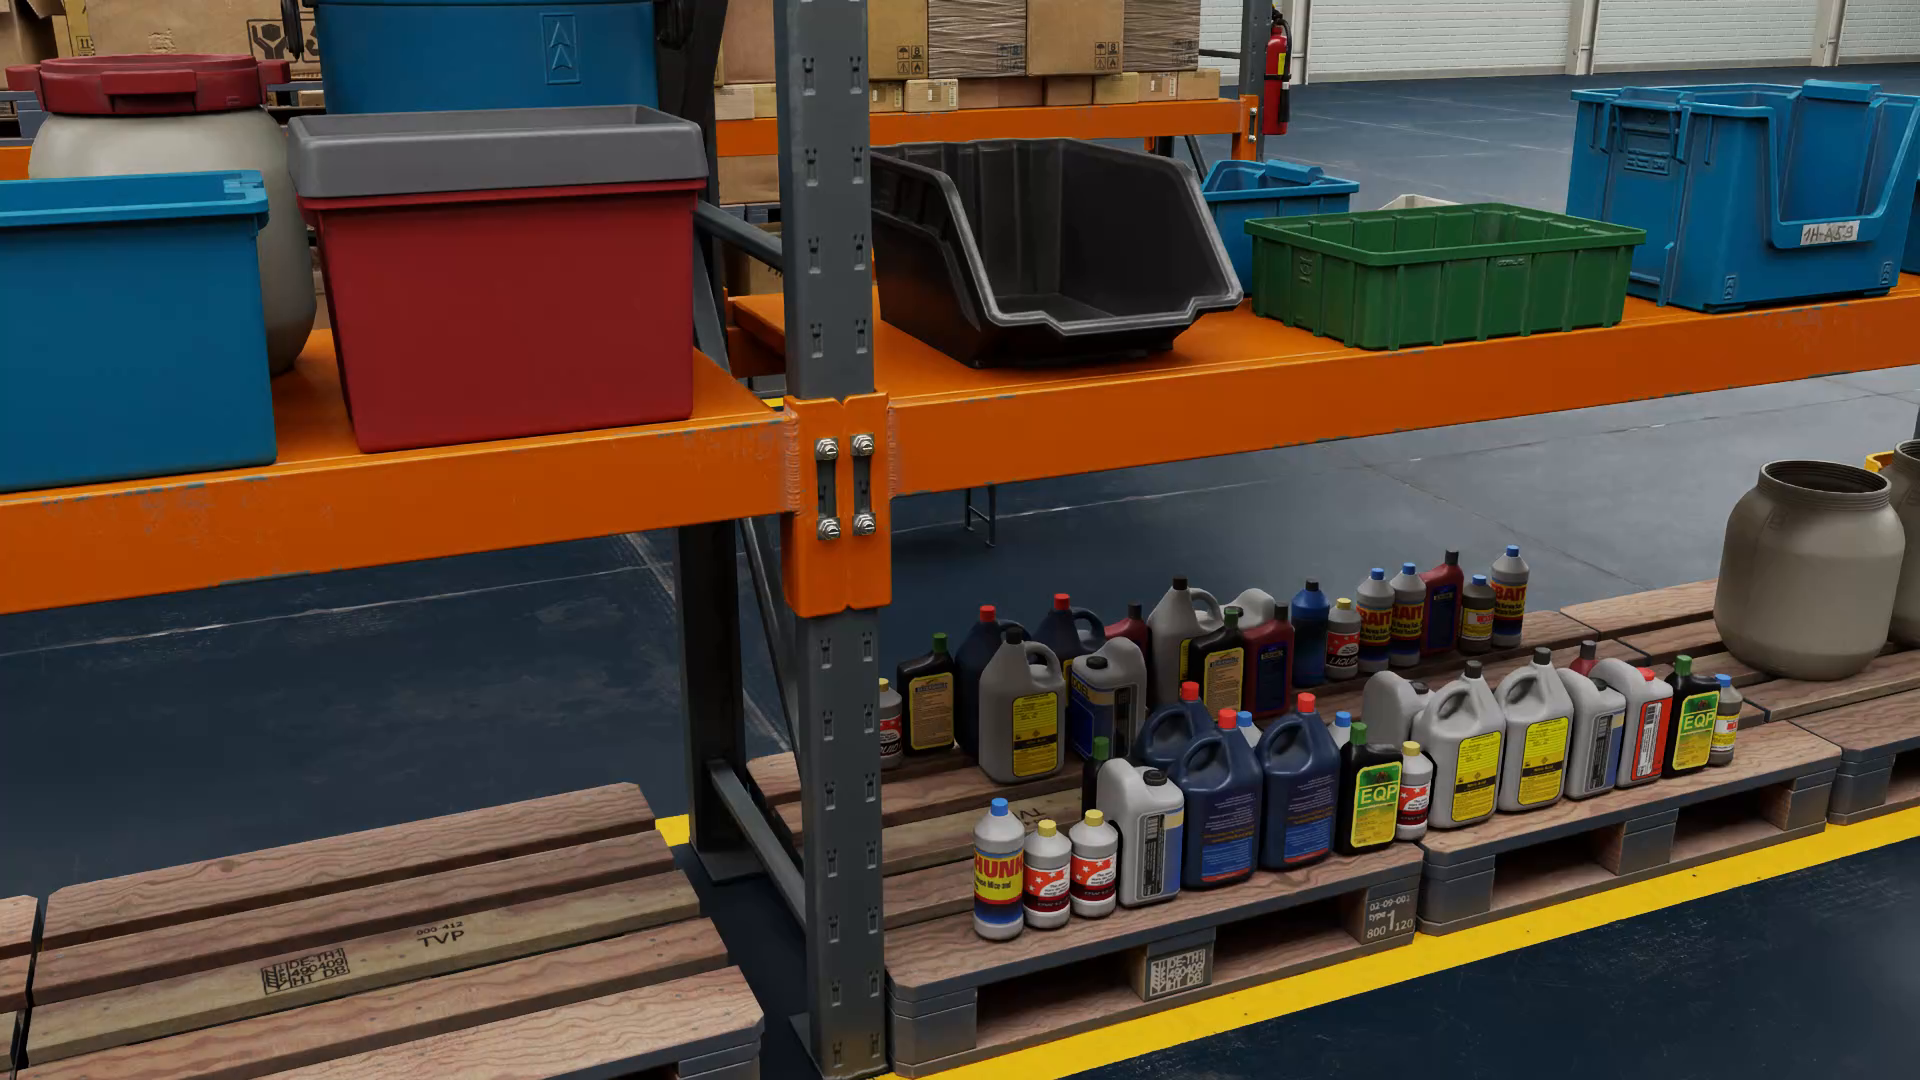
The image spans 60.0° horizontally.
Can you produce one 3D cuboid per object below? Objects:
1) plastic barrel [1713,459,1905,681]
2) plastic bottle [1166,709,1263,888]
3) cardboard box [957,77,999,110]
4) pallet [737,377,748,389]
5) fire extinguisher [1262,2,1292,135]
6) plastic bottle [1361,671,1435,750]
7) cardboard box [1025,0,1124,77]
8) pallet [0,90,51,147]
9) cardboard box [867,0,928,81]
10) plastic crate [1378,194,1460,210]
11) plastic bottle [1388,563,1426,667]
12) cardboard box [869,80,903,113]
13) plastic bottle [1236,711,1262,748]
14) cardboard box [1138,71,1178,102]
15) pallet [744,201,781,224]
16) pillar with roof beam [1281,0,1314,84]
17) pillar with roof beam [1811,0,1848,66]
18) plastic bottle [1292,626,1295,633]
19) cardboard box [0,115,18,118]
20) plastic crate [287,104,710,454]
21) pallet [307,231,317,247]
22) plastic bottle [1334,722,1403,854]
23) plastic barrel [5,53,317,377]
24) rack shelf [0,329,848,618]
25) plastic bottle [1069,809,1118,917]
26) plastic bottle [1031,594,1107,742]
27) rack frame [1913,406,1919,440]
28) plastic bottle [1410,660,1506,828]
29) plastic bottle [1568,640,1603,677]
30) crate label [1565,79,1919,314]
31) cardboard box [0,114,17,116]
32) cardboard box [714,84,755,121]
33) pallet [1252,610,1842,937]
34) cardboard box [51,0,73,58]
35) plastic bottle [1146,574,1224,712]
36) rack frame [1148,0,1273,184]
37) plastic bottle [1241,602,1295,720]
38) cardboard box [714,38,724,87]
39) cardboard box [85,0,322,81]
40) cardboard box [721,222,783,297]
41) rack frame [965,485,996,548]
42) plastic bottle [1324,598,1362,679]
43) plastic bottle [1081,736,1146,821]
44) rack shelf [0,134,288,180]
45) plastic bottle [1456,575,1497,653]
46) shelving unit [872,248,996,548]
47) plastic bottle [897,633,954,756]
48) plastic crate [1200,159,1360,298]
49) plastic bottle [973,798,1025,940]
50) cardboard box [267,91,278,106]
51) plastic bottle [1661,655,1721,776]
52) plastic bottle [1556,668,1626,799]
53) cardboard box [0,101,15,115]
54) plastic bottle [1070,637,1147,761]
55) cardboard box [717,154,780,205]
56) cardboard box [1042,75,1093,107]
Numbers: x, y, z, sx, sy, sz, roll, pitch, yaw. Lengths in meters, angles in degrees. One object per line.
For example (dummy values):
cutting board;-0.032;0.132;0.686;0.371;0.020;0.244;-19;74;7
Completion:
plastic barrel;2.247;0.076;4.404;0.421;0.512;0.421;0;19;0
plastic bottle;0.514;0.513;3.375;0.185;0.351;0.144;-8;21;-20
cardboard box;-0.002;-2.198;8.125;0.250;0.149;0.380;-8;21;-22
pallet;-1.751;-0.844;8.100;1.213;0.211;1.003;-8;21;-22
fire extinguisher;1.607;-2.424;8.506;0.183;0.674;0.296;-8;21;-22
plastic bottle;0.996;0.426;3.735;0.135;0.276;0.152;-8;21;-22
cardboard box;0.392;-2.607;8.311;0.500;0.500;0.875;-8;21;-22
pallet;-4.225;-1.716;6.668;1.213;0.211;1.003;-8;21;-22
cardboard box;-0.548;-2.492;7.985;0.500;0.500;0.875;-8;21;-22
plastic crate;0.999;-0.716;3.935;0.437;0.136;0.530;-8;21;-22
plastic bottle;1.178;0.192;4.405;0.097;0.271;0.097;0;19;0
cardboard box;-0.454;-2.126;7.922;0.250;0.149;0.380;-8;21;-22
plastic bottle;0.599;0.495;3.547;0.097;0.271;0.097;0;19;0
cardboard box;0.909;-2.334;8.513;0.250;0.149;0.380;-8;21;-22
pallet;-1.256;-2.667;13.280;1.213;0.211;1.003;-8;21;-22
pillar with roof beam;7.152;-10.400;22.009;0.400;9.000;9.100;-8;21;-22
pillar with roof beam;18.170;-11.979;26.493;0.400;9.000;9.100;-8;21;-22
plastic bottle;0.807;0.279;4.265;0.097;0.201;0.097;0;19;0
cardboard box;-6.502;-2.365;10.977;0.750;0.750;1.050;-8;21;-21
plastic crate;-0.715;-0.422;2.609;0.583;0.464;0.402;-8;21;-22
pallet;-4.904;-2.146;11.798;1.213;0.211;1.003;-8;21;-22
plastic bottle;0.855;0.511;3.482;0.133;0.283;0.061;-7;21;-20
plastic barrel;-1.357;-0.554;2.876;0.433;0.535;0.433;0;19;0
rack shelf;-2.228;0.053;2.438;4.000;0.370;1.077;-8;21;-22
plastic bottle;0.261;0.628;3.273;0.097;0.201;0.097;0;19;0
plastic bottle;0.262;0.295;3.994;0.185;0.351;0.144;-9;21;-25
rack frame;3.281;-1.076;4.560;0.127;3.000;1.000;-8;21;-22
plastic bottle;1.077;0.432;3.604;0.185;0.351;0.144;-8;21;-22
plastic bottle;1.483;0.366;3.894;0.133;0.283;0.061;-8;21;-22
crate label;1.698;-0.768;3.632;0.616;0.435;0.502;-8;21;-22
cardboard box;-8.755;-3.685;15.296;0.625;0.372;0.950;-9;21;-23
cardboard box;-1.112;-2.004;7.576;0.250;0.149;0.380;-8;21;-22
pallet;1.363;0.529;4.203;1.213;0.211;1.003;-8;21;-22
cardboard box;-5.992;-3.282;10.676;0.500;0.500;0.500;-8;21;-22
plastic bottle;0.558;0.252;4.115;0.185;0.351;0.144;-8;21;-22
rack frame;1.319;-2.586;8.850;0.127;3.000;1.000;-8;21;-22
plastic bottle;0.752;0.296;4.092;0.133;0.283;0.061;-8;21;-22
cardboard box;-1.443;-2.343;7.560;0.500;0.500;0.875;-8;21;-22
cardboard box;-3.139;-2.479;7.010;1.000;1.000;1.000;-8;21;-22
cardboard box;-0.909;-1.302;8.336;0.500;0.500;0.500;-10;22;-27
rack frame;0.072;-0.576;5.852;0.015;1.200;0.240;-8;21;-22
plastic bottle;0.995;0.252;4.342;0.097;0.201;0.097;0;19;0
plastic bottle;0.318;0.533;3.420;0.133;0.283;0.061;-8;21;-22
rack shelf;-4.190;-1.457;6.728;4.000;0.370;1.077;-8;21;-22
plastic bottle;1.398;0.194;4.506;0.097;0.201;0.097;0;19;0
shelving unit;-0.152;-0.544;5.761;0.503;1.200;0.258;-8;21;-22
plastic bottle;-0.081;0.361;3.909;0.133;0.283;0.061;-7;21;-19
plastic crate;0.517;-0.708;3.739;0.616;0.251;0.499;-8;21;-22
plastic bottle;0.074;0.622;3.185;0.097;0.271;0.097;0;19;0
cardboard box;-8.723;-5.601;20.356;0.625;0.625;0.875;-7;21;-20
plastic bottle;1.668;0.394;3.813;0.133;0.283;0.061;-8;21;-21
plastic bottle;1.399;0.420;3.751;0.135;0.276;0.152;-9;21;-23
cardboard box;-11.343;-5.225;19.287;0.625;0.625;0.875;-7;21;-20
plastic bottle;0.343;0.372;3.888;0.135;0.276;0.152;-8;21;-22
cardboard box;-1.956;-3.082;12.825;0.875;0.875;0.875;-9;21;-23
cardboard box;0.465;-2.258;8.295;0.250;0.149;0.380;-8;21;-22
